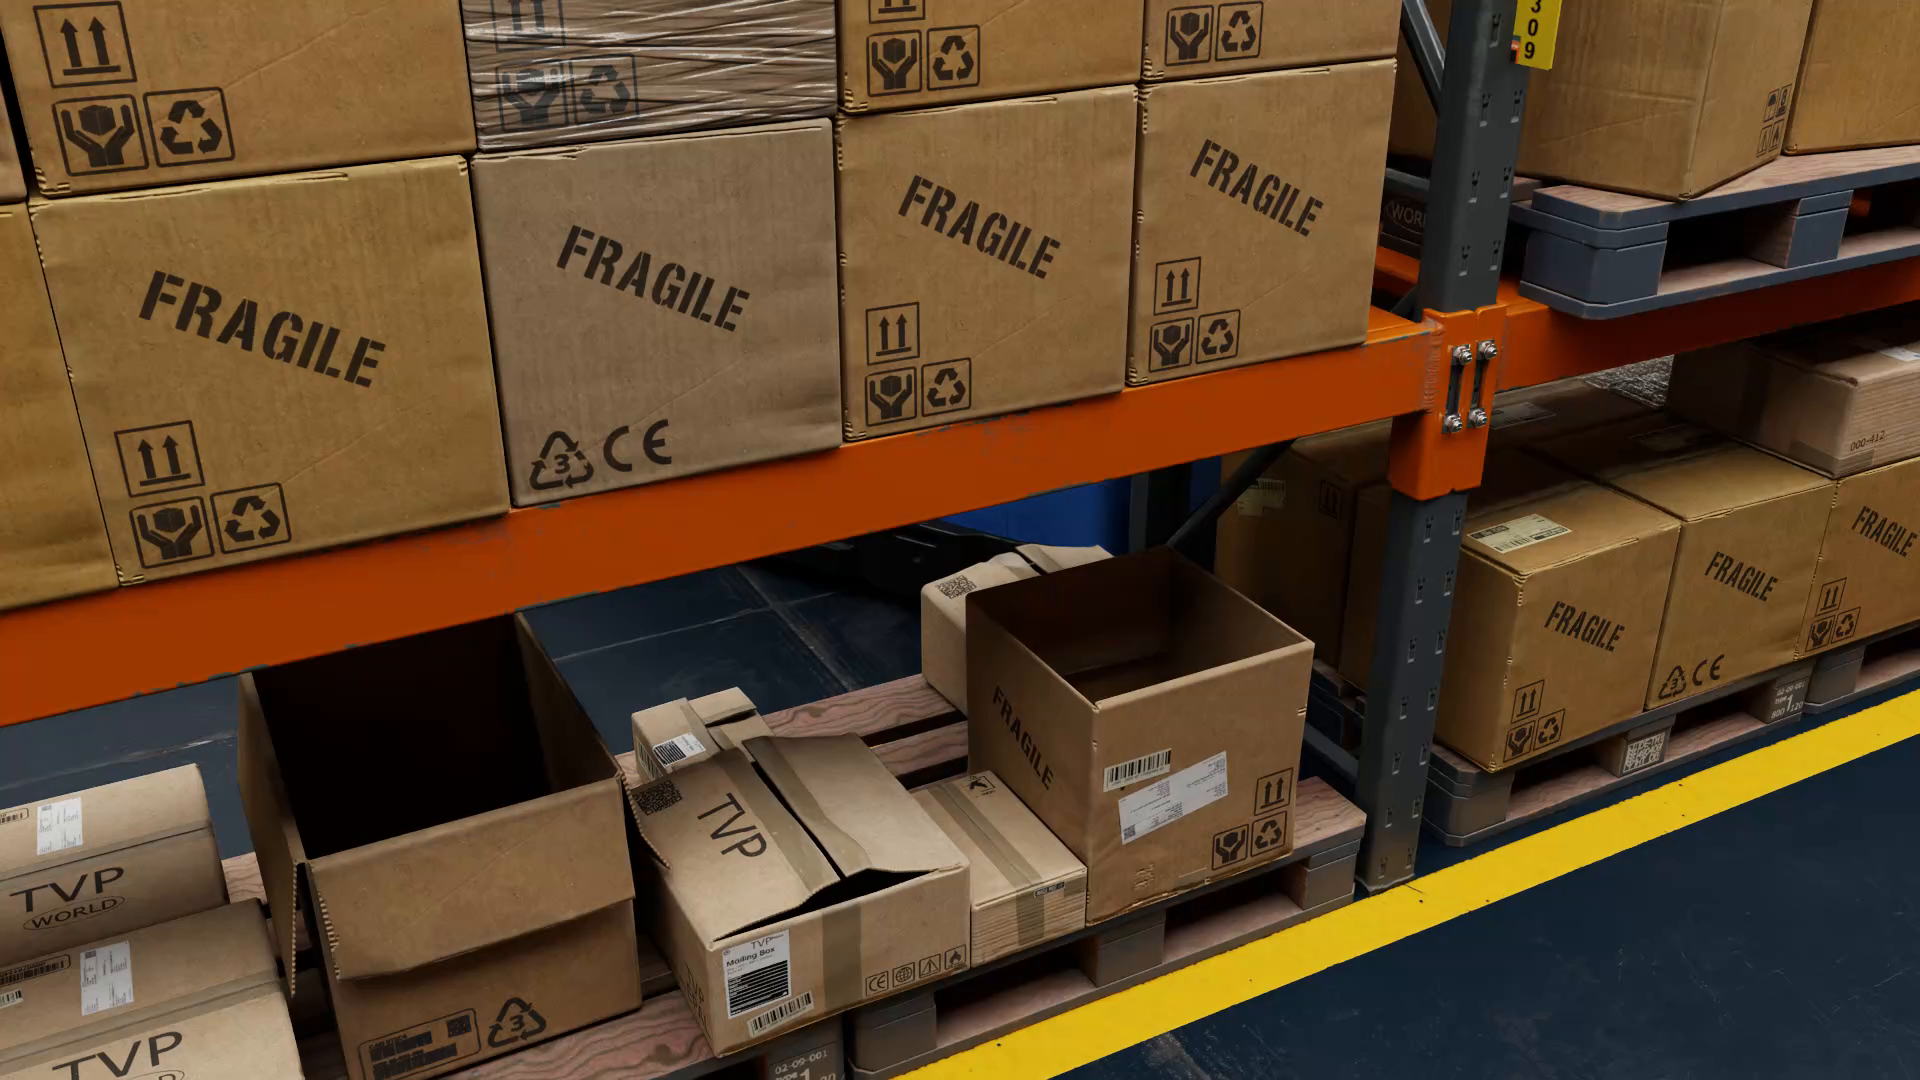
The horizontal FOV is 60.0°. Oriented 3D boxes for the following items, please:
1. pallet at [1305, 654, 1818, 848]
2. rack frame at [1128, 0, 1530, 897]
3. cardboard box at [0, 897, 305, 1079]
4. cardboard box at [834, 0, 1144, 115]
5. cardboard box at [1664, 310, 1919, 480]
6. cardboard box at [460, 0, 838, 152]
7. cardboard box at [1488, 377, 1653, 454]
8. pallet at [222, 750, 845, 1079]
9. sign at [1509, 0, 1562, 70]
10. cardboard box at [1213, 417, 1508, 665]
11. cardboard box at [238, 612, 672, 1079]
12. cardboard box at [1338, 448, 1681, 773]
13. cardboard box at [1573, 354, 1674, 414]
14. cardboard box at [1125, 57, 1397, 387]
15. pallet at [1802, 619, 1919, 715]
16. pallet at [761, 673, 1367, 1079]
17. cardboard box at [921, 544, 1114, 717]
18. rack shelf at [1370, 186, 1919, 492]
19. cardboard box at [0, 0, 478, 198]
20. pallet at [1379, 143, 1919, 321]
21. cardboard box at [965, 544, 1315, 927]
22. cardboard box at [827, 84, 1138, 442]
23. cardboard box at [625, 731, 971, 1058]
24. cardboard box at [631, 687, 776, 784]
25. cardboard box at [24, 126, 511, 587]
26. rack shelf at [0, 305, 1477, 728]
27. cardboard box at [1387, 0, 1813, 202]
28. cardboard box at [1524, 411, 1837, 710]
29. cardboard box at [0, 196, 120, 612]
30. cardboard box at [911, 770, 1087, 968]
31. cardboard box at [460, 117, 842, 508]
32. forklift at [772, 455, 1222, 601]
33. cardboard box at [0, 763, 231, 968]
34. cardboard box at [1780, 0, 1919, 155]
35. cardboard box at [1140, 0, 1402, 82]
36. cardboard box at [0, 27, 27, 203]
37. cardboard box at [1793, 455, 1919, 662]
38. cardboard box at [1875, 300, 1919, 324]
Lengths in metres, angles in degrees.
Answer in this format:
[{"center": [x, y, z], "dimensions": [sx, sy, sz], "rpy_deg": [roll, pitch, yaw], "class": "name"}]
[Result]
[{"center": [1.415, 0.300, 4.382], "dimensions": [1.213, 0.211, 1.003], "rpy_deg": [-13, 29, -25], "class": "pallet"}, {"center": [0.715, -0.777, 3.403], "dimensions": [0.127, 3.000, 1.000], "rpy_deg": [-13, 29, -25], "class": "rack frame"}, {"center": [-1.319, 0.873, 2.635], "dimensions": [0.500, 0.250, 0.500], "rpy_deg": [-13, 29, -25], "class": "cardboard box"}, {"center": [-0.060, -0.966, 2.525], "dimensions": [0.500, 0.500, 0.500], "rpy_deg": [-14, 29, -26], "class": "cardboard box"}, {"center": [2.139, -0.396, 4.122], "dimensions": [0.500, 0.250, 0.500], "rpy_deg": [-13, 29, -25], "class": "cardboard box"}, {"center": [-0.505, -0.863, 2.311], "dimensions": [0.500, 0.500, 0.500], "rpy_deg": [-13, 28, -25], "class": "cardboard box"}, {"center": [1.456, -0.156, 4.489], "dimensions": [0.500, 0.500, 0.500], "rpy_deg": [-13, 29, -25], "class": "cardboard box"}, {"center": [-0.969, 0.870, 3.195], "dimensions": [1.213, 0.211, 1.003], "rpy_deg": [-13, 29, -25], "class": "pallet"}, {"center": [0.977, -0.962, 2.787], "dimensions": [0.005, 0.325, 0.100], "rpy_deg": [-13, 29, -25], "class": "sign"}, {"center": [1.015, -0.059, 4.286], "dimensions": [0.500, 0.500, 0.500], "rpy_deg": [-13, 29, -25], "class": "cardboard box"}, {"center": [-0.940, 0.535, 3.047], "dimensions": [0.637, 0.503, 0.797], "rpy_deg": [-13, 29, -25], "class": "cardboard box"}, {"center": [1.256, 0.146, 3.860], "dimensions": [0.500, 0.500, 0.500], "rpy_deg": [-14, 29, -27], "class": "cardboard box"}, {"center": [1.898, -0.258, 4.701], "dimensions": [0.500, 0.500, 0.500], "rpy_deg": [-13, 28, -24], "class": "cardboard box"}, {"center": [0.395, -0.622, 2.965], "dimensions": [0.500, 0.500, 0.500], "rpy_deg": [-12, 28, -24], "class": "cardboard box"}, {"center": [2.493, 0.050, 4.903], "dimensions": [1.213, 0.211, 1.003], "rpy_deg": [-13, 29, -25], "class": "pallet"}, {"center": [0.108, 0.620, 3.716], "dimensions": [1.213, 0.211, 1.003], "rpy_deg": [-13, 29, -25], "class": "pallet"}, {"center": [0.243, 0.240, 3.884], "dimensions": [0.500, 0.311, 0.500], "rpy_deg": [-13, 29, -25], "class": "cardboard box"}, {"center": [2.480, -0.860, 4.407], "dimensions": [4.000, 0.370, 1.077], "rpy_deg": [-13, 29, -25], "class": "rack shelf"}, {"center": [-0.950, -0.761, 2.099], "dimensions": [0.500, 0.500, 0.500], "rpy_deg": [-13, 29, -26], "class": "cardboard box"}, {"center": [1.471, -0.812, 3.697], "dimensions": [1.213, 0.211, 1.003], "rpy_deg": [-13, 29, -25], "class": "pallet"}, {"center": [0.346, 0.376, 3.381], "dimensions": [0.500, 0.500, 0.500], "rpy_deg": [-13, 29, -25], "class": "cardboard box"}, {"center": [-0.060, -0.517, 2.745], "dimensions": [0.500, 0.500, 0.500], "rpy_deg": [-12, 28, -24], "class": "cardboard box"}, {"center": [-0.316, 0.614, 3.104], "dimensions": [0.500, 0.311, 0.500], "rpy_deg": [-13, 29, -25], "class": "cardboard box"}, {"center": [-0.516, 0.485, 3.540], "dimensions": [0.250, 0.166, 0.380], "rpy_deg": [-13, 29, -25], "class": "cardboard box"}, {"center": [-0.960, -0.307, 2.307], "dimensions": [0.500, 0.500, 0.500], "rpy_deg": [-13, 28, -24], "class": "cardboard box"}, {"center": [-1.050, -0.045, 2.710], "dimensions": [4.000, 0.370, 1.077], "rpy_deg": [-13, 29, -25], "class": "rack shelf"}, {"center": [1.238, -1.023, 3.313], "dimensions": [0.700, 0.500, 0.500], "rpy_deg": [22, 33, 37], "class": "cardboard box"}, {"center": [1.722, 0.033, 4.095], "dimensions": [0.500, 0.500, 0.500], "rpy_deg": [-13, 28, -24], "class": "cardboard box"}, {"center": [-1.402, -0.205, 2.097], "dimensions": [0.500, 0.500, 0.500], "rpy_deg": [-13, 29, -25], "class": "cardboard box"}, {"center": [0.043, 0.633, 3.251], "dimensions": [0.250, 0.149, 0.380], "rpy_deg": [-13, 29, -25], "class": "cardboard box"}, {"center": [-0.512, -0.411, 2.526], "dimensions": [0.500, 0.500, 0.500], "rpy_deg": [-12, 28, -24], "class": "cardboard box"}, {"center": [-0.576, -1.494, 4.975], "dimensions": [3.031, 2.935, 1.130], "rpy_deg": [15, 29, 28], "class": "forklift"}, {"center": [-1.598, 0.692, 3.012], "dimensions": [0.500, 0.250, 0.500], "rpy_deg": [-13, 29, -25], "class": "cardboard box"}, {"center": [1.815, -1.187, 3.656], "dimensions": [0.500, 0.500, 0.700], "rpy_deg": [-8, 27, -17], "class": "cardboard box"}, {"center": [0.391, -1.071, 2.744], "dimensions": [0.500, 0.500, 0.500], "rpy_deg": [-13, 28, -25], "class": "cardboard box"}, {"center": [-1.397, -0.657, 1.883], "dimensions": [0.500, 0.500, 0.500], "rpy_deg": [-13, 28, -24], "class": "cardboard box"}, {"center": [2.166, -0.066, 4.301], "dimensions": [0.500, 0.500, 0.500], "rpy_deg": [-13, 28, -24], "class": "cardboard box"}, {"center": [2.581, -0.498, 4.335], "dimensions": [0.500, 0.250, 0.500], "rpy_deg": [-14, 29, -26], "class": "cardboard box"}]
